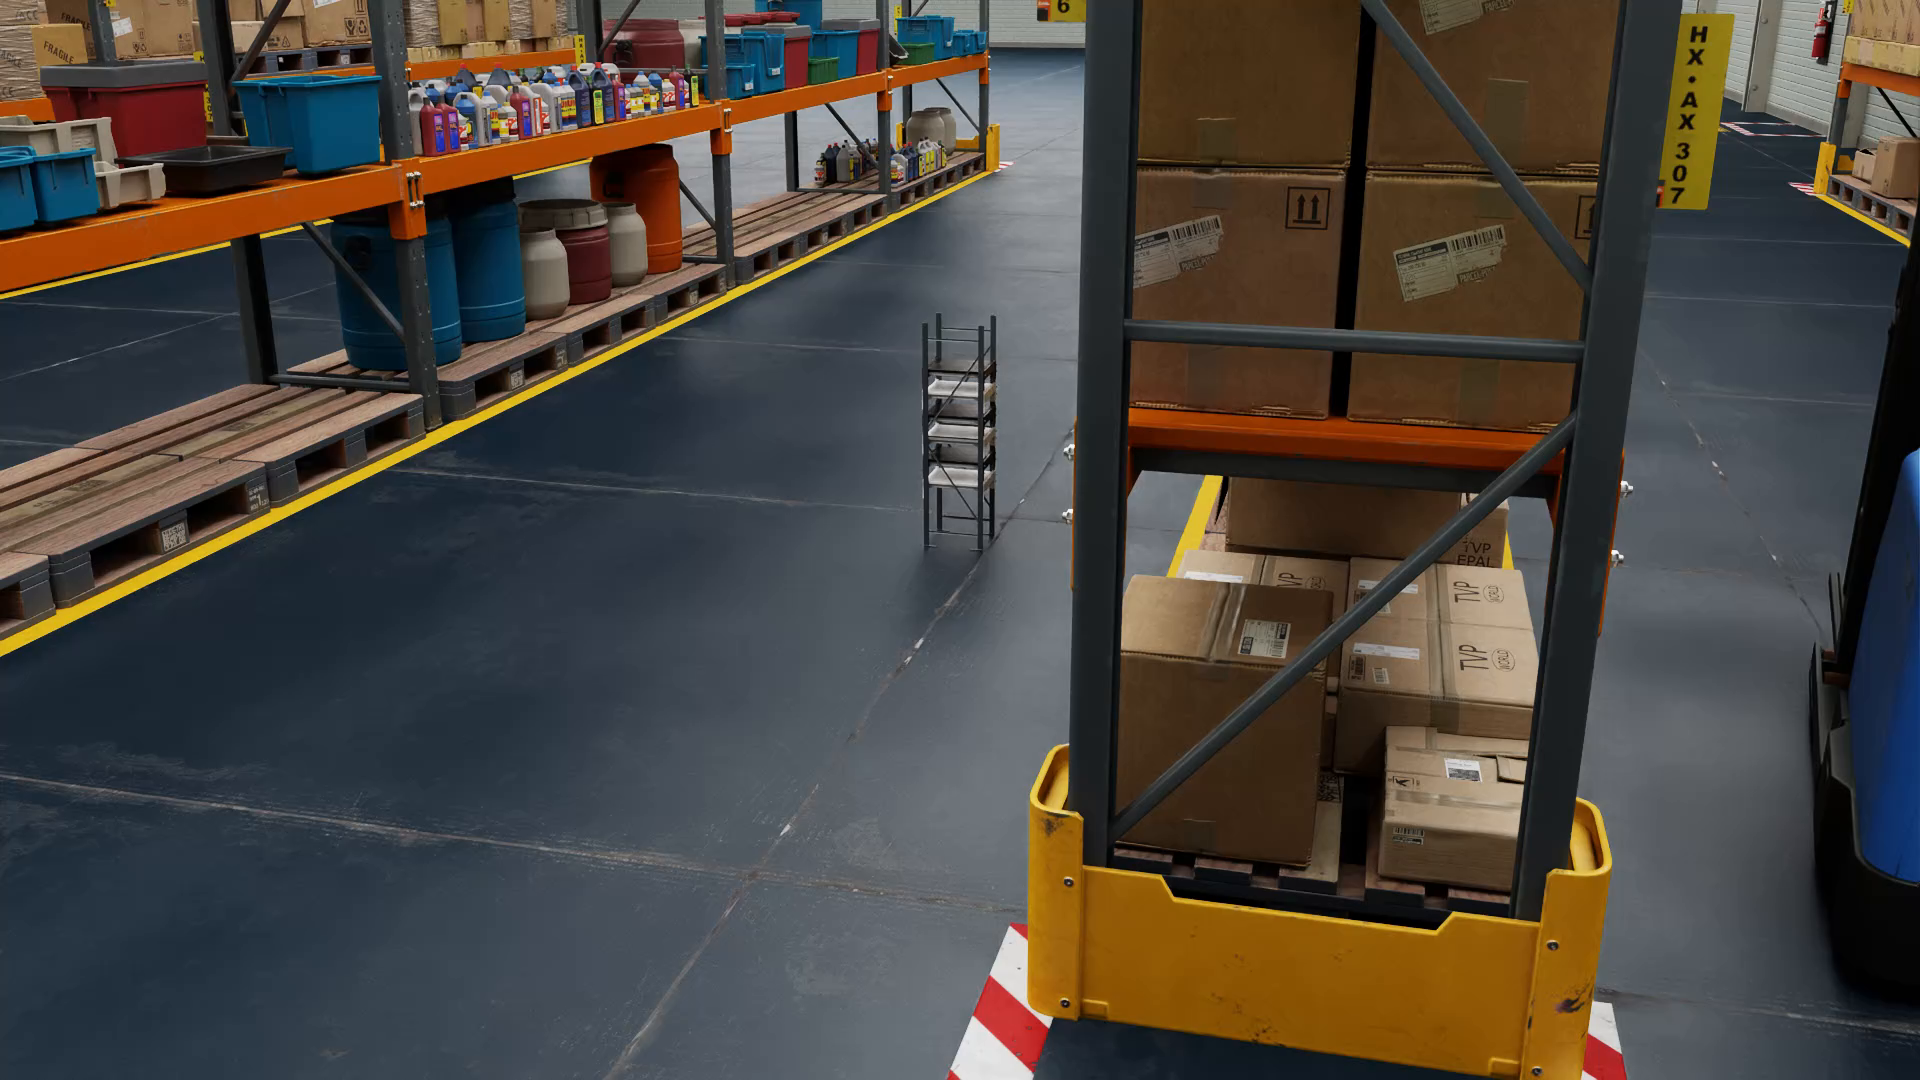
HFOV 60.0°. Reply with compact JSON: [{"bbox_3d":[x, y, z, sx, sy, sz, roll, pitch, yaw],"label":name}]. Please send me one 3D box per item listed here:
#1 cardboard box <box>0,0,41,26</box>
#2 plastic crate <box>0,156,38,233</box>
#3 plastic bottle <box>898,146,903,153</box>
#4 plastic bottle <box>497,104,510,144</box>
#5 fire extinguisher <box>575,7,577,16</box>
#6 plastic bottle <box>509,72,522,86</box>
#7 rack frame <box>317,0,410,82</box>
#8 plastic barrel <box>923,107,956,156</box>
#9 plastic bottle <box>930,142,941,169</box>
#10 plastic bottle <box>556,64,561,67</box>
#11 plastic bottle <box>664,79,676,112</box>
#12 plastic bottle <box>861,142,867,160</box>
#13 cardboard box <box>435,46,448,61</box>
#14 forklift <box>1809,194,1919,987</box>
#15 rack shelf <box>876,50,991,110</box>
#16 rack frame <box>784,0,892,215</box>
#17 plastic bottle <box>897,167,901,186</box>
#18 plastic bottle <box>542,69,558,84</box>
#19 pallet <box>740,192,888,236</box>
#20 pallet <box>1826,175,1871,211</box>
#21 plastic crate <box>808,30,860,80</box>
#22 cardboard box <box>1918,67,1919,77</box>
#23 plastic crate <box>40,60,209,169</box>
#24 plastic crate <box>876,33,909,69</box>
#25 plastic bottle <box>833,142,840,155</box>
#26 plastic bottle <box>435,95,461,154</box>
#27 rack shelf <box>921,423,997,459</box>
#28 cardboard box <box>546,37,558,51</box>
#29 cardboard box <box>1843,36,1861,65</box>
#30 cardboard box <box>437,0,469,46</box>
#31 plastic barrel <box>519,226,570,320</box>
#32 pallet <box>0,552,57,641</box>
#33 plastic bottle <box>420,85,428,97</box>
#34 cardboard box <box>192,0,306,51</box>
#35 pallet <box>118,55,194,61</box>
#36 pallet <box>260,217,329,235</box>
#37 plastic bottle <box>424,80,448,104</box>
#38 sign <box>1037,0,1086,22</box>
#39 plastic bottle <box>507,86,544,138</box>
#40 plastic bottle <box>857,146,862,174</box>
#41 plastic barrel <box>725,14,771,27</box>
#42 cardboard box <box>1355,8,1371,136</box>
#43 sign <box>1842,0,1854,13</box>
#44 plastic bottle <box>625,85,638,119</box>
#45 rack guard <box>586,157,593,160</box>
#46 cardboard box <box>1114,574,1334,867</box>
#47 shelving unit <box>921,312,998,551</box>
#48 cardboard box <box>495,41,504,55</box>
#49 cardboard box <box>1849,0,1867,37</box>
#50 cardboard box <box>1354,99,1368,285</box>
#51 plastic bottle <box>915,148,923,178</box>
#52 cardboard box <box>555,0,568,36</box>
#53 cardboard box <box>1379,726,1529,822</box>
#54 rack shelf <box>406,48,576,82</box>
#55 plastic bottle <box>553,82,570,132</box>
[{"bbox_3d":[-7.119,-3.951,11.909,0.797,0.503,0.637,5,20,15],"label":"cardboard box"},{"bbox_3d":[-3.376,-1.172,5.644,0.416,0.233,0.300,5,19,13],"label":"plastic crate"},{"bbox_3d":[-0.545,-3.856,16.868,0.152,0.276,0.135,5,19,13],"label":"plastic bottle"},{"bbox_3d":[-2.449,-2.213,8.833,0.097,0.201,0.097,0,19,0],"label":"plastic bottle"},{"bbox_3d":[-4.496,-6.128,20.107,0.296,0.674,0.183,5,19,13],"label":"fire extinguisher"},{"bbox_3d":[-2.798,-2.802,10.449,0.097,0.271,0.097,0,19,0],"label":"plastic bottle"},{"bbox_3d":[-5.948,-4.911,16.425,1.000,3.000,0.127,5,19,13],"label":"rack frame"},{"bbox_3d":[-0.254,-4.583,18.663,0.421,0.512,0.421,0,19,0],"label":"plastic barrel"},{"bbox_3d":[-0.279,-4.006,17.308,0.152,0.276,0.135,5,19,14],"label":"plastic bottle"},{"bbox_3d":[-2.666,-3.001,11.015,0.061,0.283,0.133,5,19,13],"label":"plastic bottle"},{"bbox_3d":[-1.910,-2.905,10.858,0.097,0.201,0.097,0,19,0],"label":"plastic bottle"},{"bbox_3d":[-1.021,-4.008,17.322,0.097,0.271,0.097,0,19,0],"label":"plastic bottle"},{"bbox_3d":[-5.496,-4.994,17.056,0.380,0.149,0.250,5,19,13],"label":"cardboard box"},{"bbox_3d":[3.063,-0.739,4.316,1.130,2.935,3.031,9,21,24],"label":"forklift"},{"bbox_3d":[-0.656,-4.806,17.231,1.077,0.370,4.000,5,19,13],"label":"rack shelf"},{"bbox_3d":[-1.145,-4.520,15.280,1.000,3.000,0.127,5,19,13],"label":"rack frame"},{"bbox_3d":[-0.617,-3.501,15.945,0.097,0.201,0.097,0,19,0],"label":"plastic bottle"},{"bbox_3d":[-2.650,-2.911,10.769,0.097,0.271,0.097,0,19,0],"label":"plastic bottle"},{"bbox_3d":[-1.299,-2.951,15.001,1.003,0.211,1.213,5,19,13],"label":"pallet"},{"bbox_3d":[9.188,-3.396,16.303,1.003,0.211,1.213,5,19,13],"label":"pallet"},{"bbox_3d":[-1.113,-4.142,14.198,0.392,0.384,0.575,5,19,13],"label":"plastic crate"},{"bbox_3d":[8.413,-4.004,13.970,0.500,0.250,0.500,5,19,14],"label":"cardboard box"},{"bbox_3d":[-3.561,-1.811,7.157,0.402,0.464,0.583,5,19,13],"label":"plastic crate"},{"bbox_3d":[-0.894,-4.645,15.741,0.767,0.338,0.504,5,19,13],"label":"plastic crate"},{"bbox_3d":[-1.220,-3.759,16.471,0.144,0.351,0.185,4,19,11],"label":"plastic bottle"},{"bbox_3d":[-2.564,-2.080,8.318,0.061,0.283,0.133,5,19,13],"label":"plastic bottle"},{"bbox_3d":[-0.002,-0.392,6.545,0.258,0.077,0.200,5,19,13],"label":"rack shelf"},{"bbox_3d":[-4.913,-5.780,19.356,0.380,0.149,0.250,5,19,13],"label":"cardboard box"},{"bbox_3d":[9.012,-4.802,16.306,0.500,0.250,0.500,4,19,12],"label":"cardboard box"},{"bbox_3d":[-5.622,-5.389,17.210,0.875,0.500,0.500,5,19,13],"label":"cardboard box"},{"bbox_3d":[-2.553,-1.595,9.915,0.421,0.512,0.421,0,19,0],"label":"plastic barrel"},{"bbox_3d":[-3.838,0.305,5.467,1.003,0.211,1.213,5,19,13],"label":"pallet"},{"bbox_3d":[-2.979,-2.369,9.182,0.097,0.271,0.097,0,19,0],"label":"plastic bottle"},{"bbox_3d":[-6.282,-4.608,14.728,0.797,0.503,0.637,7,20,19],"label":"cardboard box"},{"bbox_3d":[-6.854,-3.798,13.464,1.213,0.211,1.003,5,19,13],"label":"pallet"},{"bbox_3d":[-6.433,-2.964,15.038,1.003,0.211,1.213,5,19,13],"label":"pallet"},{"bbox_3d":[-3.015,-2.490,9.529,0.152,0.276,0.135,5,19,13],"label":"plastic bottle"},{"bbox_3d":[0.192,-1.114,3.028,0.100,0.325,0.005,5,19,13],"label":"sign"},{"bbox_3d":[-2.391,-2.359,9.145,0.152,0.276,0.135,5,19,13],"label":"plastic bottle"},{"bbox_3d":[-1.036,-3.829,16.778,0.061,0.283,0.133,5,19,13],"label":"plastic bottle"},{"bbox_3d":[-1.771,-4.072,13.757,0.433,0.535,0.433,0,19,0],"label":"plastic barrel"},{"bbox_3d":[0.690,-1.206,3.877,0.500,0.500,0.500,5,20,15],"label":"cardboard box"},{"bbox_3d":[8.913,-5.444,16.645,0.100,0.325,0.005,5,19,13],"label":"sign"},{"bbox_3d":[-2.052,-2.722,10.322,0.097,0.201,0.097,0,19,0],"label":"plastic bottle"},{"bbox_3d":[-4.989,-4.958,20.430,1.175,0.500,0.348,5,19,13],"label":"rack guard"},{"bbox_3d":[0.619,0.419,4.008,0.500,0.500,0.500,5,19,13],"label":"cardboard box"},{"bbox_3d":[-0.002,-0.423,6.535,0.258,0.900,0.210,5,19,13],"label":"shelving unit"},{"bbox_3d":[-5.233,-5.389,18.213,0.380,0.149,0.250,5,19,13],"label":"cardboard box"},{"bbox_3d":[9.031,-5.159,16.191,0.500,0.500,0.500,5,19,13],"label":"cardboard box"},{"bbox_3d":[0.945,-1.052,4.973,0.500,0.500,0.500,4,19,13],"label":"cardboard box"},{"bbox_3d":[-0.419,-3.770,16.608,0.061,0.283,0.133,6,20,16],"label":"plastic bottle"},{"bbox_3d":[-5.132,-6.183,19.533,0.875,0.500,0.500,5,19,13],"label":"cardboard box"},{"bbox_3d":[1.222,0.584,4.040,0.380,0.166,0.250,5,19,13],"label":"cardboard box"},{"bbox_3d":[-5.459,-5.197,18.377,1.077,0.370,4.000,5,19,13],"label":"rack shelf"},{"bbox_3d":[-2.279,-2.464,9.459,0.097,0.271,0.097,0,19,0],"label":"plastic bottle"}]
